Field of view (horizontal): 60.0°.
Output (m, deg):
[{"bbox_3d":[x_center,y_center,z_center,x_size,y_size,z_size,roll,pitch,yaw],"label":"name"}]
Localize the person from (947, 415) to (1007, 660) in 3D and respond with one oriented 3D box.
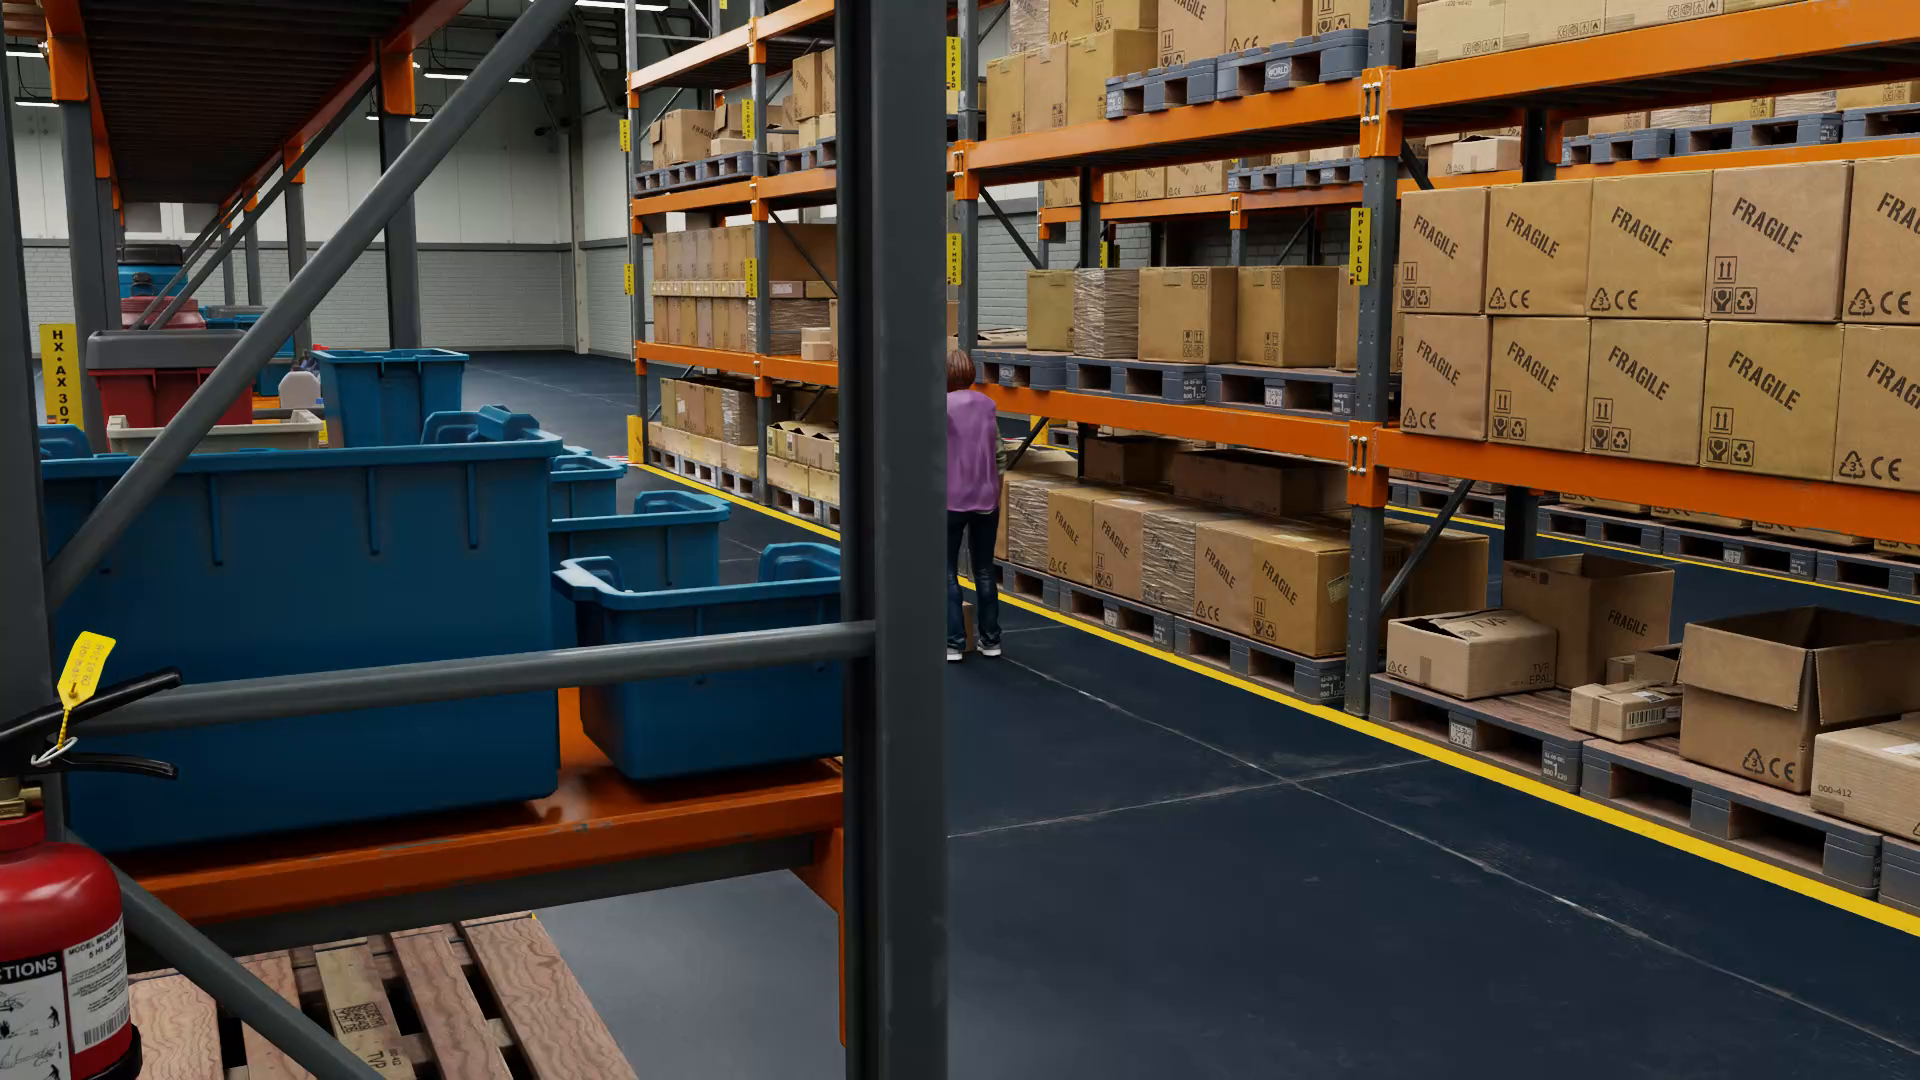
[{"bbox_3d":[0.018,-0.057,8.552,0.459,1.352,0.324,-4,10,-27],"label":"person"}]
